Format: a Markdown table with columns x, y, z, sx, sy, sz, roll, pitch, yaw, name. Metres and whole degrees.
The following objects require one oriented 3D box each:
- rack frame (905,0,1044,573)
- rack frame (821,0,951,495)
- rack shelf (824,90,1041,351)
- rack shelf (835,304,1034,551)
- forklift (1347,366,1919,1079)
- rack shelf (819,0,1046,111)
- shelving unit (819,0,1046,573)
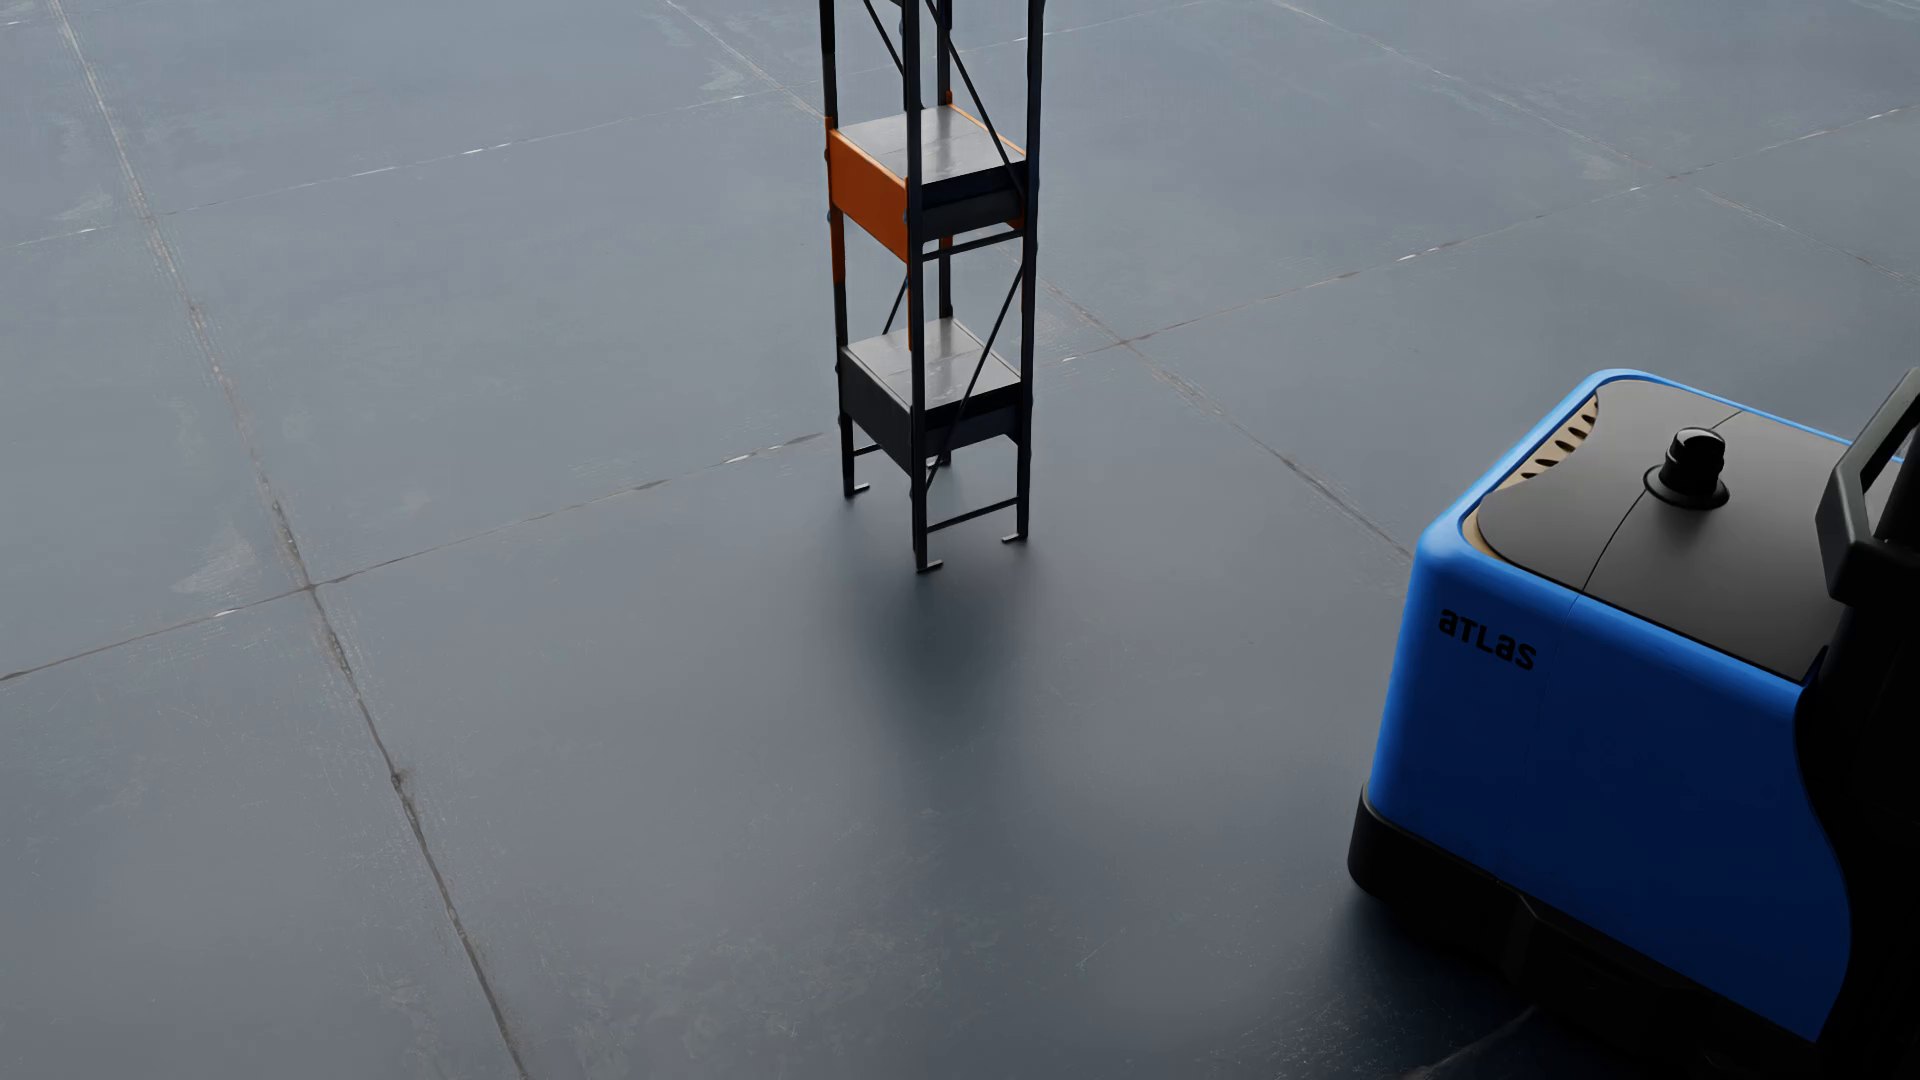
| x | y | z | sx | sy | sz | roll | pitch | yaw | name |
| --- | --- | --- | --- | --- | --- | --- | --- | --- | --- |
| 0.039 | -0.808 | 4.576 | 0.400 | 2.100 | 0.015 | -19 | 40 | -24 | rack frame |
| -0.206 | -1.057 | 4.917 | 0.400 | 2.100 | 0.015 | -19 | 40 | -24 | rack frame |
| -0.083 | -0.921 | 4.754 | 0.431 | 0.518 | 0.480 | -19 | 40 | -24 | rack shelf |
| -0.083 | -0.356 | 5.167 | 0.431 | 0.518 | 0.480 | -19 | 40 | -24 | rack shelf |
| 2.391 | 0.023 | 2.733 | 3.031 | 2.935 | 1.130 | 27 | 44 | 32 | forklift |
| -0.083 | -1.487 | 4.341 | 0.431 | 0.518 | 0.480 | -19 | 40 | -24 | rack shelf |
| -0.083 | -0.932 | 4.746 | 0.431 | 2.100 | 0.503 | -19 | 40 | -24 | shelving unit |
